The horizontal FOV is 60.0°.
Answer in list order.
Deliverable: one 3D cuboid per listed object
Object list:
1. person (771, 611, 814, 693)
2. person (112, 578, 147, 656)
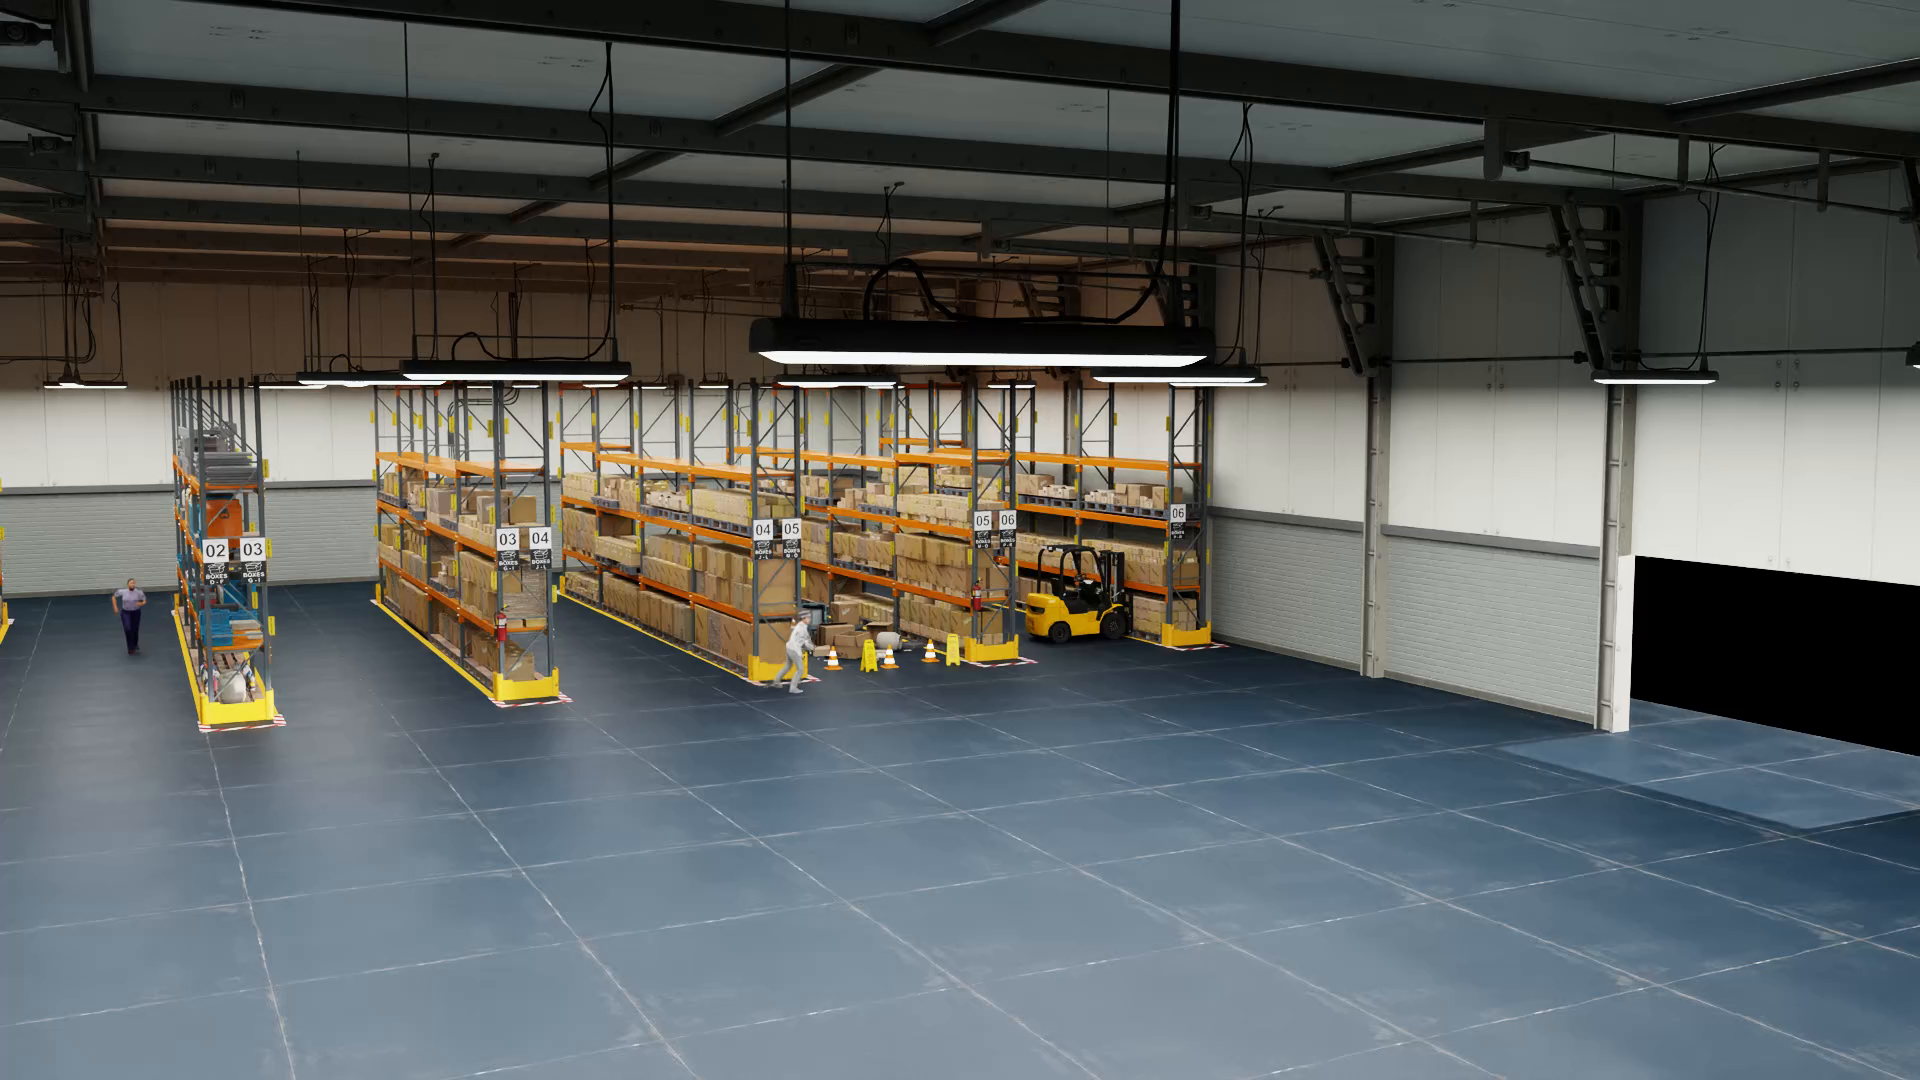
[{"bbox_3d":[-3.198,2.121,31.683,0.828,1.595,0.627,0,5,-4],"label":"person"},{"bbox_3d":[-18.168,1.675,36.408,0.643,1.697,0.863,-4,6,-35],"label":"person"}]
